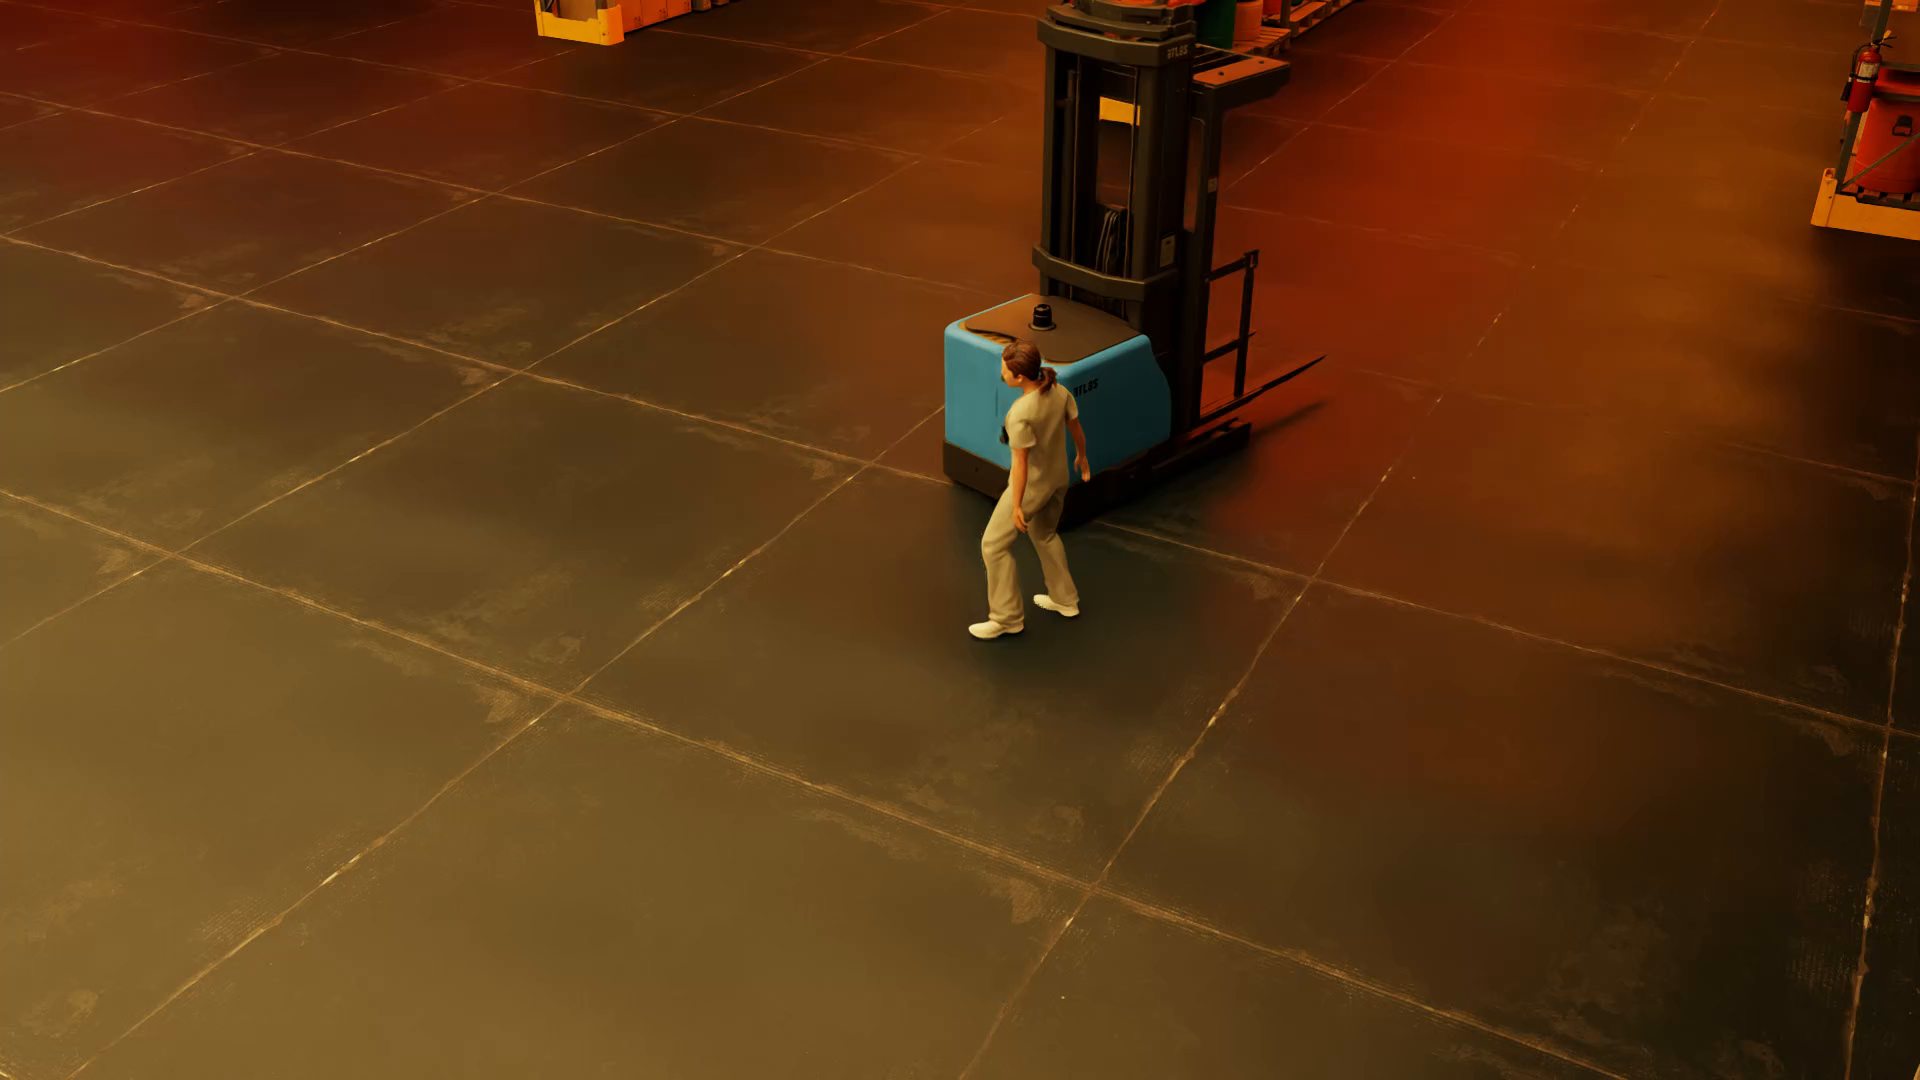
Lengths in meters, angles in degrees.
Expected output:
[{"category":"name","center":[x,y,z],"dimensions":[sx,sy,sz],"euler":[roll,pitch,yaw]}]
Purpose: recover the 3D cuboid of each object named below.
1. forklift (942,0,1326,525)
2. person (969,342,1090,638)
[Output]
[{"category":"forklift","center":[1.295,-1.992,10.523],"dimensions":[3.031,2.935,1.130],"euler":[-26,39,-37]},{"category":"person","center":[0.411,-0.275,8.870],"dimensions":[0.401,1.645,0.794],"euler":[23,37,34]}]
